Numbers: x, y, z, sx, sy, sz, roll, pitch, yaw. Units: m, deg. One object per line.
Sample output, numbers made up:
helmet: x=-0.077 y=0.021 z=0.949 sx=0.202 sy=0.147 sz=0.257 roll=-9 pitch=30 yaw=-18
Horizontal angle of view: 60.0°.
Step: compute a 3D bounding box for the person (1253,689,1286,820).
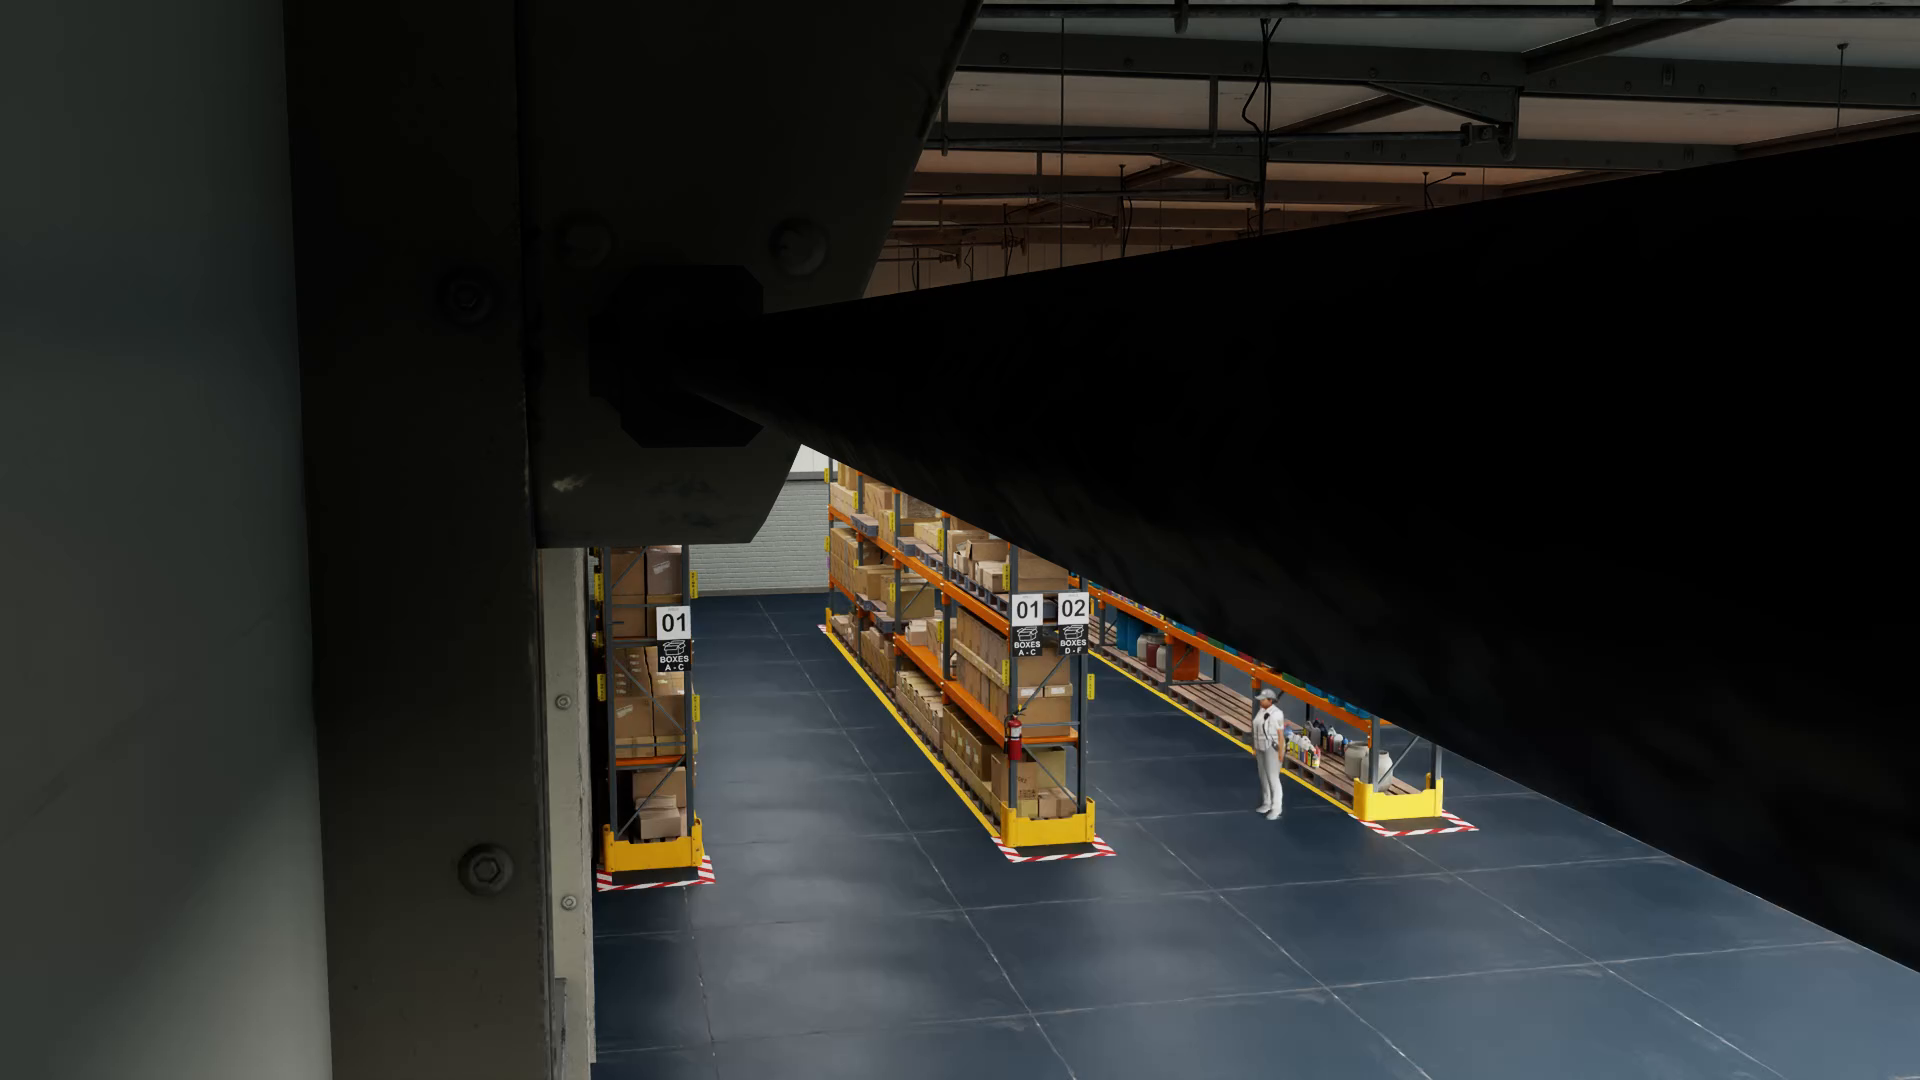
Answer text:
person: x=4.173 y=2.860 z=22.413 sx=0.405 sy=1.698 sz=0.594 roll=-3 pitch=7 yaw=-21
